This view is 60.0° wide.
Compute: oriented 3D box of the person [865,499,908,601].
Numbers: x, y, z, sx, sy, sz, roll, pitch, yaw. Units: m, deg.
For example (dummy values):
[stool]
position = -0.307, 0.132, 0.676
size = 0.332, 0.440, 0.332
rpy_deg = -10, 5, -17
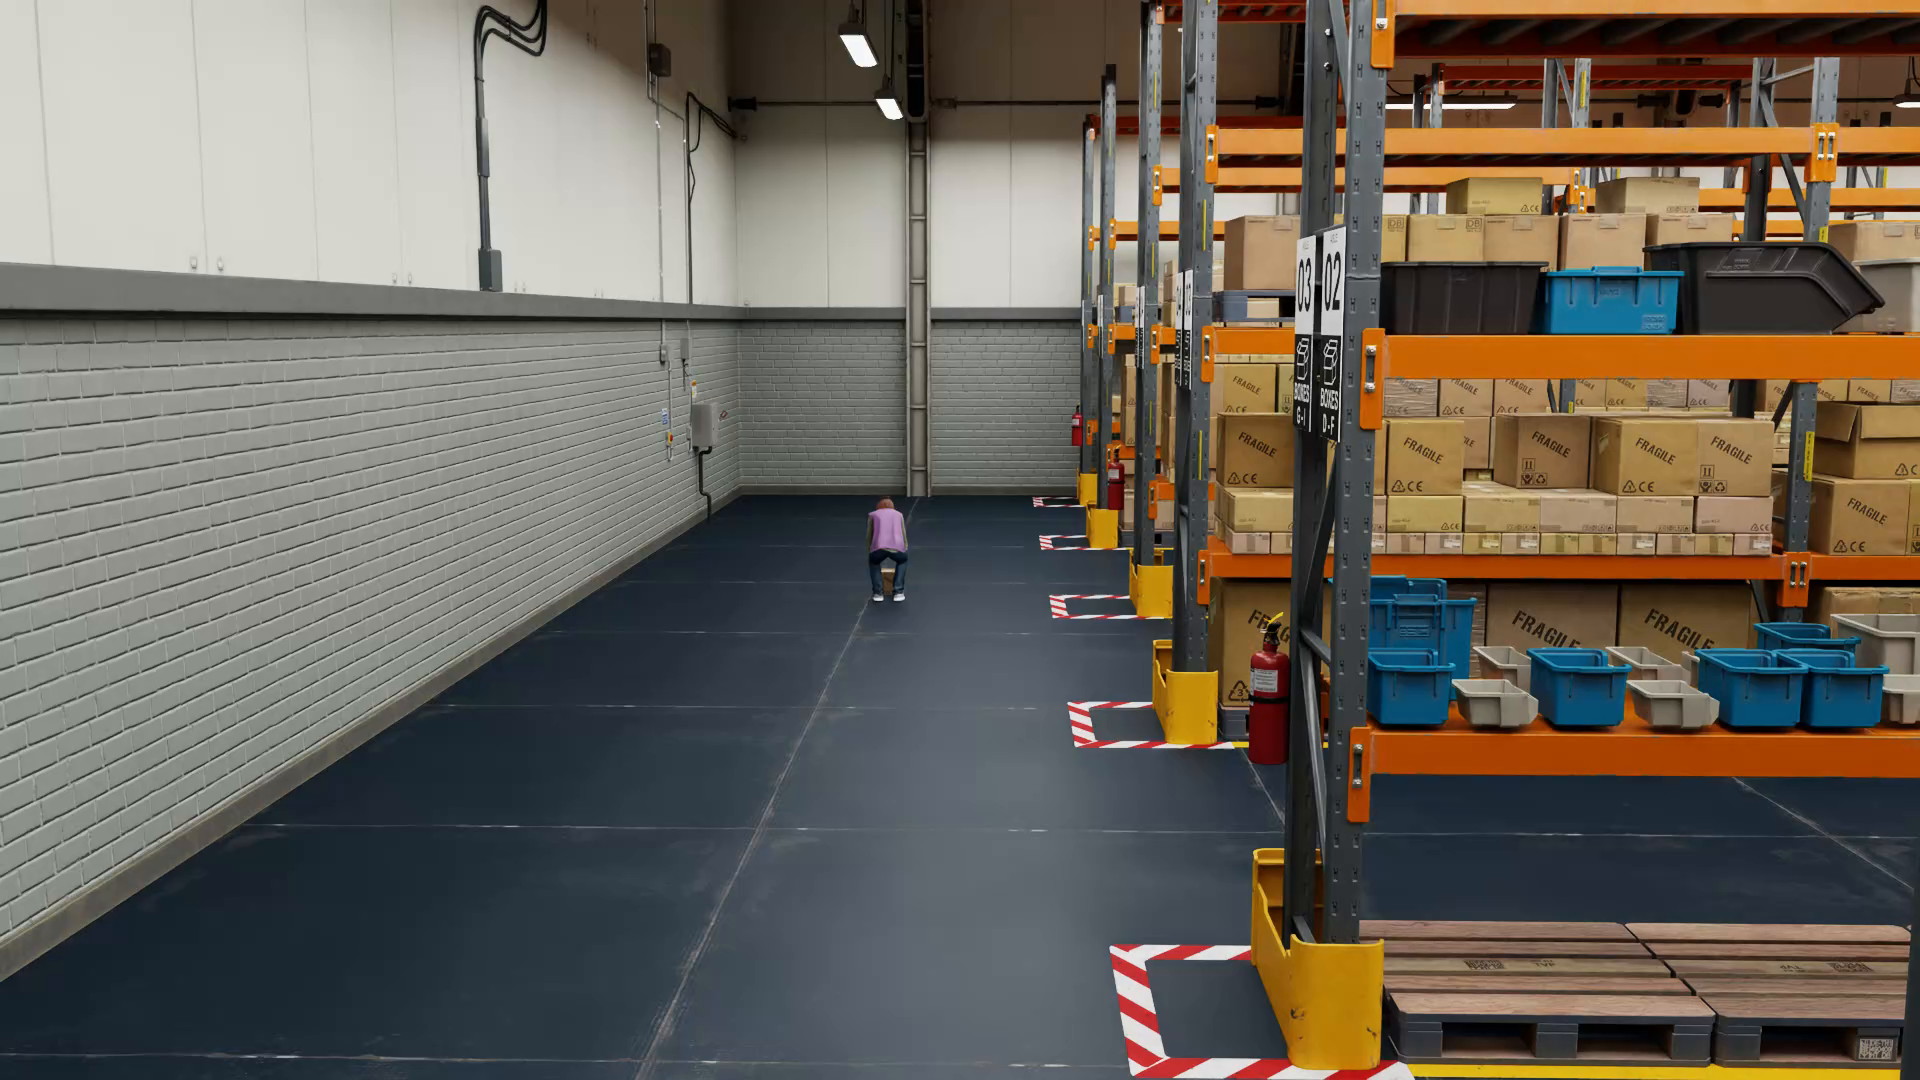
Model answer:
[person]
position = -0.765, 0.111, 17.203
size = 0.454, 1.023, 0.768
rpy_deg = 0, 7, 1
